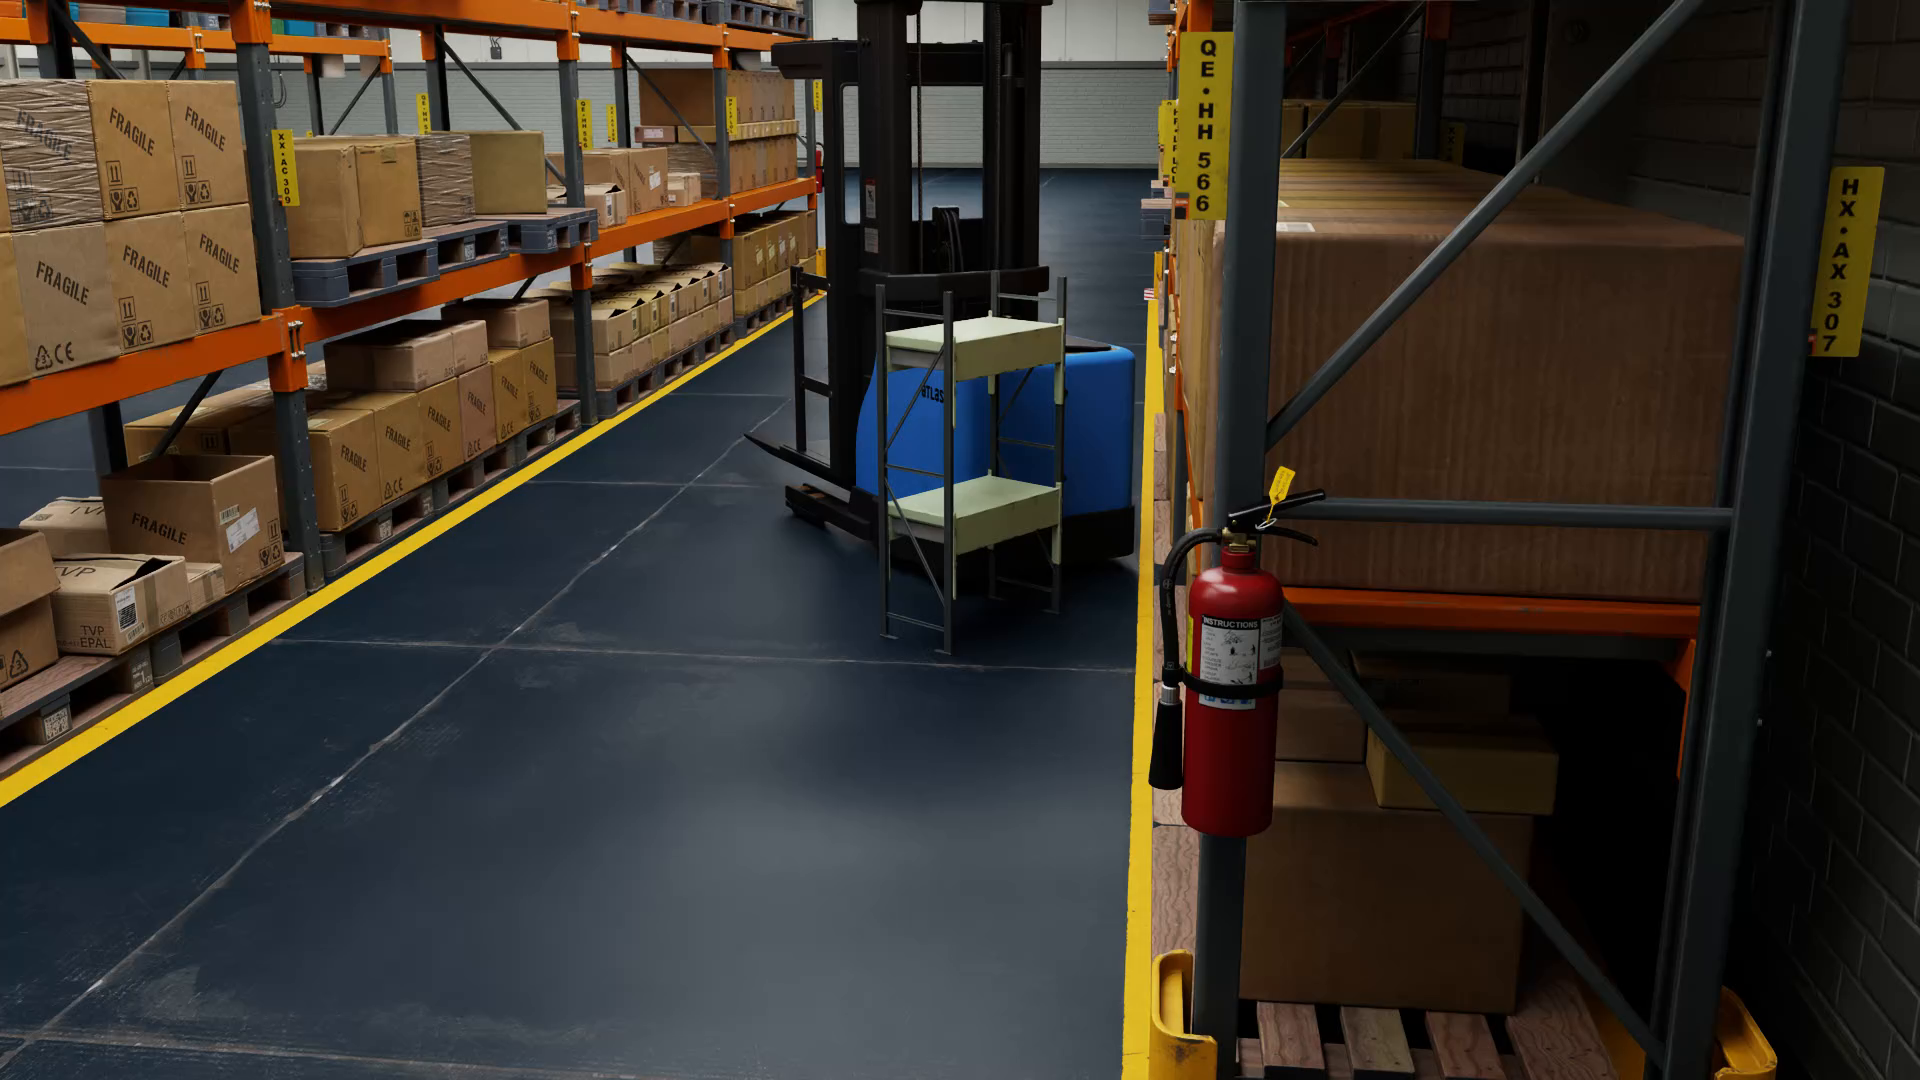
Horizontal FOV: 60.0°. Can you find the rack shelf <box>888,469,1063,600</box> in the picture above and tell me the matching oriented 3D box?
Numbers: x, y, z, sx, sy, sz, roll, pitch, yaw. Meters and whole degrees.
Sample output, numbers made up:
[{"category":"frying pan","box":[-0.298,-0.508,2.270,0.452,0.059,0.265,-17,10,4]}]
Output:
[{"category":"rack shelf","box":[0.055,-0.036,7.171,0.431,0.370,0.720,13,20,39]}]

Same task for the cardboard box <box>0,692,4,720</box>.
[{"category":"cardboard box","box":[-3.491,0.536,5.358,0.500,0.250,0.500,2,15,6]}]

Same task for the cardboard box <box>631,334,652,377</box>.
[{"category":"cardboard box","box":[-2.638,-1.395,12.537,0.500,0.250,0.500,1,15,5]}]

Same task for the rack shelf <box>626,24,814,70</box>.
[{"category":"rack shelf","box":[-2.368,-4.919,16.738,1.077,0.370,4.000,2,15,6]}]

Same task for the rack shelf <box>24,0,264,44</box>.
[{"category":"rack shelf","box":[-3.722,-1.806,5.228,1.077,0.370,4.000,2,15,6]}]

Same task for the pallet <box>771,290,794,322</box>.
[{"category":"pallet","box":[-2.327,-2.476,17.413,1.003,0.211,1.213,2,15,6]}]

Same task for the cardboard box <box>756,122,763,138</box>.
[{"category":"cardboard box","box":[-2.199,-4.127,16.742,0.380,0.149,0.250,2,15,6]}]

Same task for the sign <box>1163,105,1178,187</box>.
[{"category":"sign","box":[0.886,-1.614,6.817,0.100,0.325,0.005,2,15,6]}]

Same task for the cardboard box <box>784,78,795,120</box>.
[{"category":"cardboard box","box":[-2.213,-4.877,18.274,0.700,0.500,0.500,2,15,6]}]

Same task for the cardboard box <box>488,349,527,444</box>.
[{"category":"cardboard box","box":[-2.976,-0.884,10.130,0.500,0.500,0.500,1,15,4]}]

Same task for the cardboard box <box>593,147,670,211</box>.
[{"category":"cardboard box","box":[-2.756,-3.012,13.864,0.500,0.500,0.500,3,15,10]}]

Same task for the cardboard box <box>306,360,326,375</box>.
[{"category":"cardboard box","box":[-3.549,-0.757,9.659,0.500,0.500,0.500,1,15,4]}]

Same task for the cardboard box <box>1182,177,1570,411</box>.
[{"category":"cardboard box","box":[1.189,-0.706,4.951,0.980,0.700,0.700,1,15,4]}]

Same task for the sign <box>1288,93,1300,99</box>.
[{"category":"sign","box":[2.881,-3.698,14.373,0.100,0.325,0.005,2,15,6]}]

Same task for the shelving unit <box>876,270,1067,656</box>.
[{"category":"shelving unit","box":[0.055,-0.351,7.086,0.431,1.500,0.755,13,20,39]}]

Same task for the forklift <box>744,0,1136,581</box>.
[{"category":"forklift","box":[-0.305,-1.557,8.806,1.130,2.935,3.031,-8,17,-28]}]

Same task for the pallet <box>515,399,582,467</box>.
[{"category":"pallet","box":[-3.166,-0.723,10.932,1.003,0.211,1.213,2,15,6]}]

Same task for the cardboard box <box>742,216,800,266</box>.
[{"category":"cardboard box","box":[-2.005,-3.166,17.652,0.500,0.500,0.500,2,15,6]}]

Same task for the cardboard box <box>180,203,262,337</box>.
[{"category":"cardboard box","box":[-3.297,-1.135,6.923,0.500,0.500,0.500,2,15,7]}]

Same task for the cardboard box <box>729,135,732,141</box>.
[{"category":"cardboard box","box":[-2.342,-3.790,15.497,0.380,0.149,0.250,2,15,7]}]

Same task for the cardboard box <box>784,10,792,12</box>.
[{"category":"cardboard box","box":[-2.211,-5.956,17.925,0.797,0.503,0.637,3,15,10]}]

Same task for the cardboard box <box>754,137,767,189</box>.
[{"category":"cardboard box","box":[-2.379,-3.863,17.009,0.700,0.500,0.500,2,15,8]}]

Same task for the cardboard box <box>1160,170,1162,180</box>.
[{"category":"cardboard box","box":[2.187,-3.483,16.046,0.500,0.250,0.500,2,15,6]}]

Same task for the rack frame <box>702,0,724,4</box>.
[{"category":"rack frame","box":[-2.593,-6.195,14.334,1.000,3.000,0.127,2,15,6]}]

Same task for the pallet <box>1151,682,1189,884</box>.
[{"category":"pallet","box":[1.128,0.779,5.377,1.003,0.211,1.213,2,15,6]}]

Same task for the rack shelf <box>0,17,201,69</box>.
[{"category":"rack shelf","box":[-7.740,-4.028,13.444,1.077,0.370,4.000,2,15,6]}]

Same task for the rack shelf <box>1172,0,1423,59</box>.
[{"category":"rack shelf","box":[1.652,-2.699,8.528,1.077,0.370,4.000,2,15,6]}]

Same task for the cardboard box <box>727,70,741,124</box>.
[{"category":"cardboard box","box":[-2.494,-4.220,15.846,0.700,0.500,0.500,2,15,6]}]

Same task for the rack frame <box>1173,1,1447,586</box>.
[{"category":"rack frame","box":[1.427,-1.079,6.908,1.000,3.000,0.127,2,15,6]}]

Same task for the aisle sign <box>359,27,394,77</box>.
[{"category":"aisle sign","box":[-6.760,-5.748,19.194,0.394,0.787,0.004,2,15,6]}]

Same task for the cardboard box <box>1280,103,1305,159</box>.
[{"category":"cardboard box","box":[1.225,-1.772,7.231,0.500,0.250,0.500,2,15,8]}]

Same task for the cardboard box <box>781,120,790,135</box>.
[{"category":"cardboard box","box":[-2.053,-4.459,17.972,0.380,0.149,0.250,1,15,5]}]

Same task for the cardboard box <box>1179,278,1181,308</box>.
[{"category":"cardboard box","box":[1.188,-1.130,7.538,0.380,0.149,0.250,2,15,7]}]

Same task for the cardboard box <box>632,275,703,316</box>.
[{"category":"cardboard box","box":[-2.465,-2.067,13.950,0.500,0.311,0.500,2,15,6]}]

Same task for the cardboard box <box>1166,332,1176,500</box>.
[{"category":"cardboard box","box":[1.468,-0.647,8.624,0.750,0.750,0.750,2,15,8]}]

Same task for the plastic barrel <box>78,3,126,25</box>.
[{"category":"plastic barrel","box":[-7.430,-4.828,14.064,0.600,0.901,0.600,0,15,0]}]

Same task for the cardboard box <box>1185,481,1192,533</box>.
[{"category":"cardboard box","box":[1.020,-0.114,6.080,0.380,0.149,0.250,2,15,8]}]

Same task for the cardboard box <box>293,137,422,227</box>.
[{"category":"cardboard box","box":[-3.358,-1.935,9.077,0.700,0.500,0.500,-2,15,-8]}]

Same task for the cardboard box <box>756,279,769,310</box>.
[{"category":"cardboard box","box":[-2.178,-2.416,16.312,0.500,0.250,0.500,2,15,6]}]

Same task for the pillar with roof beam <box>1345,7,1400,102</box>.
[{"category":"pillar with roof beam","box":[-1.393,-5.451,11.583,9.100,9.000,0.400,2,15,6]}]

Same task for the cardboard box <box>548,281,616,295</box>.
[{"category":"cardboard box","box":[-3.060,-1.947,13.504,0.500,0.311,0.500,2,15,8]}]

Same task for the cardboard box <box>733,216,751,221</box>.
[{"category":"cardboard box","box":[-2.522,-3.182,17.709,0.500,0.500,0.500,2,15,6]}]

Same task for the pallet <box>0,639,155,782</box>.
[{"category":"pallet","box":[-3.710,0.617,5.976,1.003,0.211,1.213,2,15,6]}]

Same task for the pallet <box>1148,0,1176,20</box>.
[{"category":"pallet","box":[2.040,-4.086,12.638,1.213,0.211,1.003,2,15,6]}]

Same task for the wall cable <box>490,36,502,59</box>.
[{"category":"wall cable","box":[-13.275,-17.672,50.264,2.305,6.003,0.169,2,15,6]}]

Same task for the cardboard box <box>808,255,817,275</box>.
[{"category":"cardboard box","box":[-1.909,-3.064,18.711,0.500,0.250,0.500,2,15,6]}]

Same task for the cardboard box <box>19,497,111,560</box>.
[{"category":"cardboard box","box":[-3.758,-0.036,7.358,0.500,0.311,0.500,2,15,6]}]

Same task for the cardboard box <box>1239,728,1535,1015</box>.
[{"category":"cardboard box","box":[0.955,0.777,4.025,0.700,0.500,0.500,2,15,6]}]

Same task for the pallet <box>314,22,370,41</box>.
[{"category":"pallet","box":[-7.254,-5.629,18.347,1.003,0.211,1.213,2,15,6]}]

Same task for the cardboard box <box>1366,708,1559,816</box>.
[{"category":"cardboard box","box":[1.139,0.503,3.798,0.380,0.149,0.250,2,15,7]}]

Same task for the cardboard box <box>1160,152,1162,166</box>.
[{"category":"cardboard box","box":[2.126,-3.715,15.467,0.500,0.500,0.500,2,15,6]}]

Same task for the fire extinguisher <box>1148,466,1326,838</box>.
[{"category":"fire extinguisher","box":[0.500,0.201,3.035,0.296,0.674,0.183,2,15,6]}]

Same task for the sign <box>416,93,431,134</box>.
[{"category":"sign","box":[-3.596,-2.836,11.186,0.100,0.325,0.005,2,15,6]}]

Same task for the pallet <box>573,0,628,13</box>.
[{"category":"pallet","box":[-3.057,-3.797,11.574,1.213,0.211,1.003,2,15,9]}]

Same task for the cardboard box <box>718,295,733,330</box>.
[{"category":"cardboard box","box":[-2.352,-2.059,14.992,0.500,0.250,0.500,2,15,6]}]
